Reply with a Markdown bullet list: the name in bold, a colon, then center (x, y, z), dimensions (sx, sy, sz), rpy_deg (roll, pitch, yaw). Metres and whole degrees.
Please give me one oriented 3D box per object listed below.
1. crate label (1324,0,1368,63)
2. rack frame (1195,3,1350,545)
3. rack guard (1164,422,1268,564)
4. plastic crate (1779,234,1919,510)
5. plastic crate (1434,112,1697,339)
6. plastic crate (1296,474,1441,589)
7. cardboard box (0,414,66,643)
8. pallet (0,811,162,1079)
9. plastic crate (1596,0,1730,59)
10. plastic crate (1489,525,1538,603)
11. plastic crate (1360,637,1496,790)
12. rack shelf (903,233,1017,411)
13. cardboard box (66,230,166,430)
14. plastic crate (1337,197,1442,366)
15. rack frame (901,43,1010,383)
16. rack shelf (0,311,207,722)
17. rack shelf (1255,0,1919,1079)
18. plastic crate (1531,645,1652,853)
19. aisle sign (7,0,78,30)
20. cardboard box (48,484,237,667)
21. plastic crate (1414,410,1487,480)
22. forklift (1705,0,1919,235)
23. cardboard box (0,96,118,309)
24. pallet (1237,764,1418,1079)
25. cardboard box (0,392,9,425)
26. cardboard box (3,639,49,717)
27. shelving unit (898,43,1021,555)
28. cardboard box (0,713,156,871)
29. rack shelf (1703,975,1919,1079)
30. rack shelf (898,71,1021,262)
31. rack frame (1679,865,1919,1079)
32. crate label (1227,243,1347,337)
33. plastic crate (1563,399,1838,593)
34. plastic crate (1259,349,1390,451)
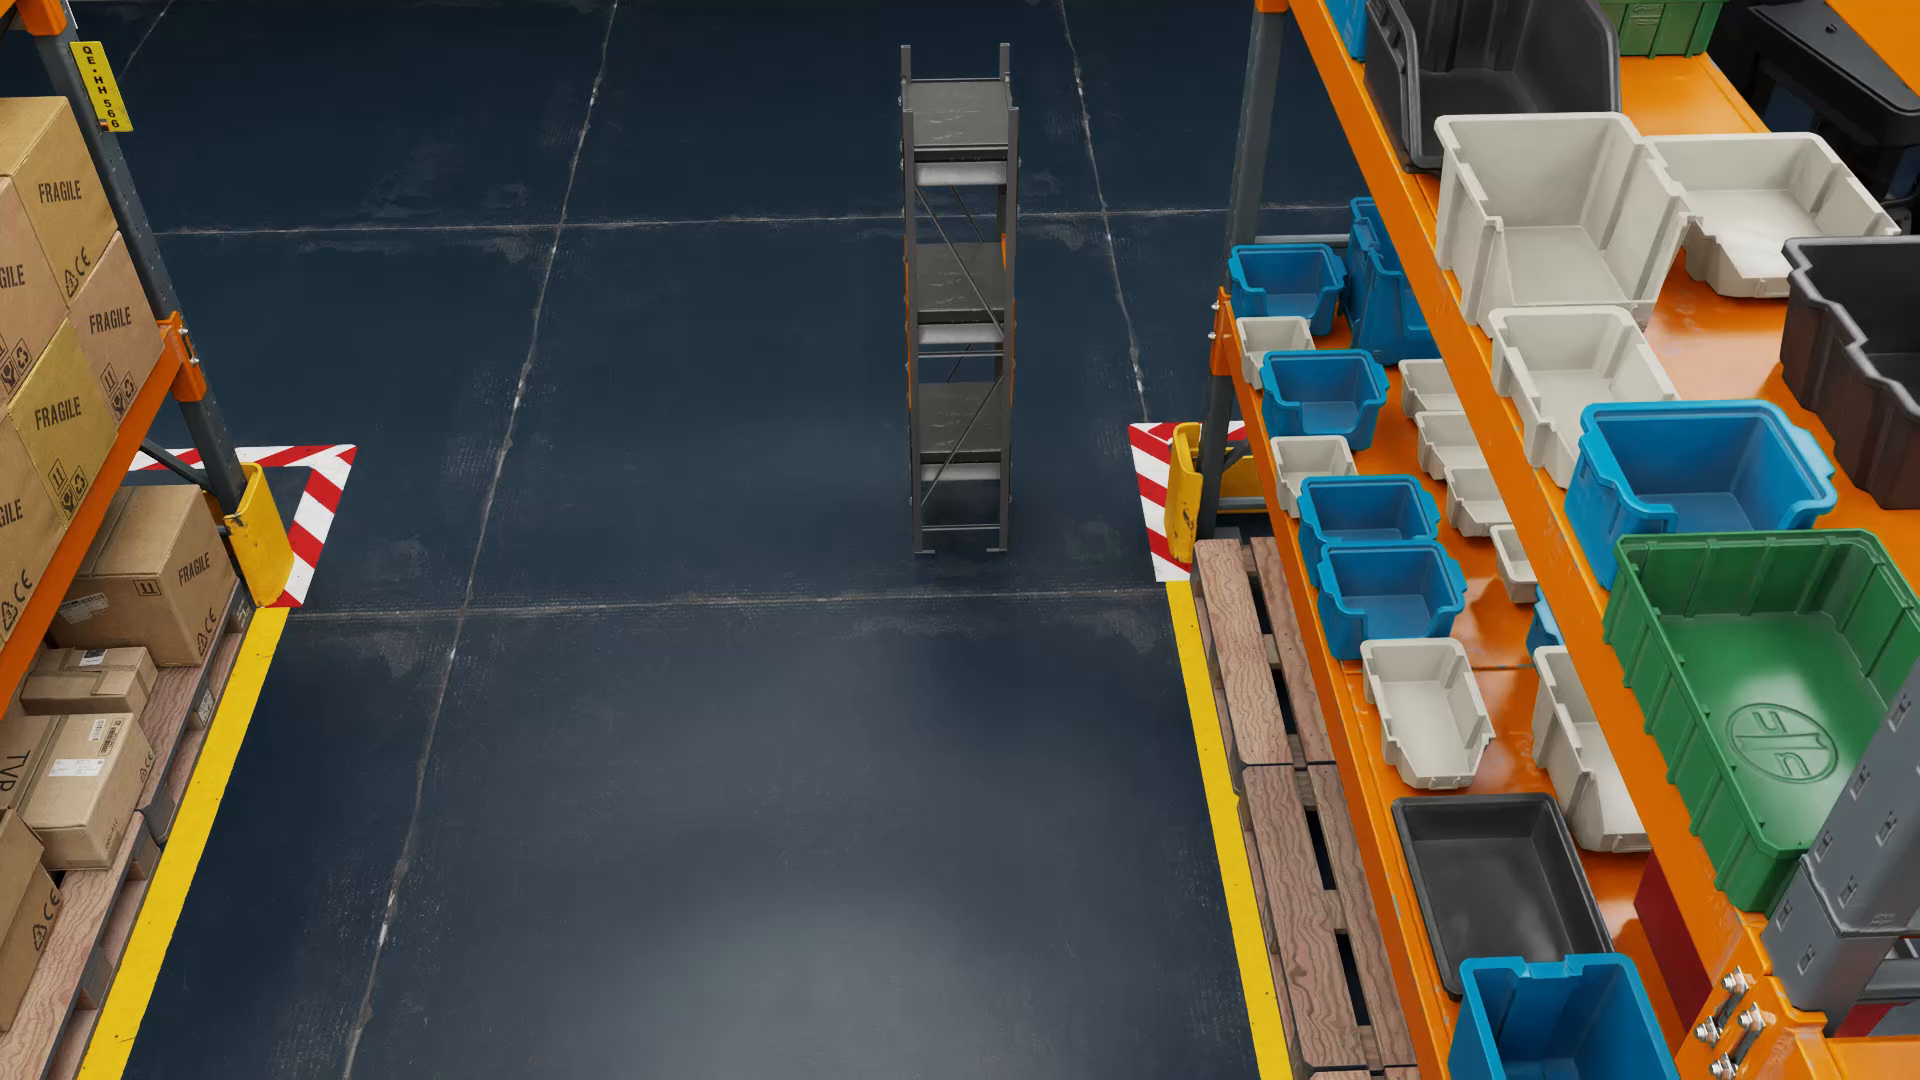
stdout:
- **crate label**: center (1.219, -1.537, 4.597), dimensions (0.408, 0.251, 0.502), rpy_deg (-2, 43, -2)
- **rack frame**: center (1.503, -1.118, 6.250), dimensions (1.000, 3.000, 0.127), rpy_deg (-2, 43, -2)
- **rack guard**: center (1.489, -0.212, 7.112), dimensions (1.175, 0.500, 0.348), rpy_deg (-2, 43, -2)
- **plastic crate**: center (1.894, -0.322, 3.258), dimensions (0.497, 0.269, 0.590), rpy_deg (-2, 43, -2)
- **plastic crate**: center (1.289, -0.675, 3.634), dimensions (0.437, 0.282, 0.530), rpy_deg (-2, 43, -2)
- **plastic crate**: center (1.240, -0.014, 5.124), dimensions (0.416, 0.233, 0.300), rpy_deg (-2, 43, -2)
- **cardboard box**: center (-3.114, -0.034, 4.993), dimensions (0.500, 0.500, 0.500), rpy_deg (-1, 43, -1)
- **pallet**: center (-3.359, 1.461, 5.500), dimensions (1.003, 0.211, 1.213), rpy_deg (-2, 43, -2)
- **plastic crate**: center (1.830, -1.488, 4.591), dimensions (0.450, 0.188, 0.336), rpy_deg (-2, 43, -2)
- **plastic crate**: center (1.784, 0.085, 5.088), dimensions (0.298, 0.136, 0.250), rpy_deg (-2, 43, -2)
- **plastic crate**: center (1.298, 0.490, 4.646), dimensions (0.293, 0.136, 0.466), rpy_deg (-2, 43, -2)
- **rack shelf**: center (-0.007, -0.876, 6.672), dimensions (0.431, 0.518, 0.480), rpy_deg (-2, 43, -2)
- **cardboard box**: center (-3.155, -0.721, 5.742), dimensions (0.500, 0.500, 0.500), rpy_deg (0, 43, 0)
- **plastic crate**: center (1.704, -0.933, 5.977), dimensions (0.616, 0.435, 0.499), rpy_deg (-2, 43, -2)
- **rack frame**: center (-0.017, -1.050, 6.842), dimensions (0.400, 2.100, 0.015), rpy_deg (-2, 43, -2)
- **rack shelf**: center (-3.361, 0.637, 4.868), dimensions (1.077, 0.370, 4.000), rpy_deg (-2, 43, -2)
- **rack shelf**: center (1.588, -0.609, 4.006), dimensions (1.077, 0.370, 4.000), rpy_deg (-2, 43, -2)
- **plastic crate**: center (1.792, 0.568, 4.454), dimensions (0.437, 0.282, 0.530), rpy_deg (-2, 43, -2)
- **aisle sign**: center (-3.143, -1.992, 5.279), dimensions (0.394, 0.787, 0.004), rpy_deg (-2, 43, -2)
- **cardboard box**: center (-3.177, 0.141, 6.401), dimensions (0.500, 0.500, 0.500), rpy_deg (-2, 43, -2)
- **plastic crate**: center (1.716, -0.302, 5.510), dimensions (0.396, 0.136, 0.243), rpy_deg (-2, 43, -2)
- **forklift**: center (3.196, -0.900, 6.063), dimensions (1.130, 2.935, 3.031), rpy_deg (-11, 44, -11)
- **cardboard box**: center (-3.153, -1.091, 5.407), dimensions (0.500, 0.500, 0.500), rpy_deg (-2, 43, -2)
- **pallet**: center (1.548, 1.289, 5.687), dimensions (1.003, 0.211, 1.213), rpy_deg (-2, 43, -2)
- **cardboard box**: center (-3.104, -0.400, 4.653), dimensions (0.500, 0.500, 0.500), rpy_deg (-1, 43, -1)
- **cardboard box**: center (-3.685, 0.586, 6.100), dimensions (0.500, 0.250, 0.500), rpy_deg (-2, 43, -2)
- **shelving unit**: center (-0.007, -0.886, 6.662), dimensions (0.431, 2.100, 0.503), rpy_deg (-2, 43, -2)
- **cardboard box**: center (-3.167, 0.875, 5.785), dimensions (0.500, 0.250, 0.500), rpy_deg (-2, 43, -2)
- **rack shelf**: center (1.758, 2.092, 1.060), dimensions (1.077, 0.370, 4.000), rpy_deg (-2, 43, -2)
- **rack shelf**: center (-0.007, -1.392, 6.199), dimensions (0.431, 0.518, 0.480), rpy_deg (-2, 43, -2)
- **rack frame**: center (1.673, 1.582, 3.304), dimensions (1.000, 3.000, 0.127), rpy_deg (-2, 43, -2)
- **crate label**: center (1.184, -0.902, 6.094), dimensions (0.416, 0.233, 0.303), rpy_deg (-2, 43, -2)
- **plastic crate**: center (1.315, -0.067, 3.007), dimensions (0.416, 0.233, 0.300), rpy_deg (-2, 43, -2)
- **plastic crate**: center (1.212, -0.458, 5.609), dimensions (0.416, 0.233, 0.300), rpy_deg (-2, 43, -2)
